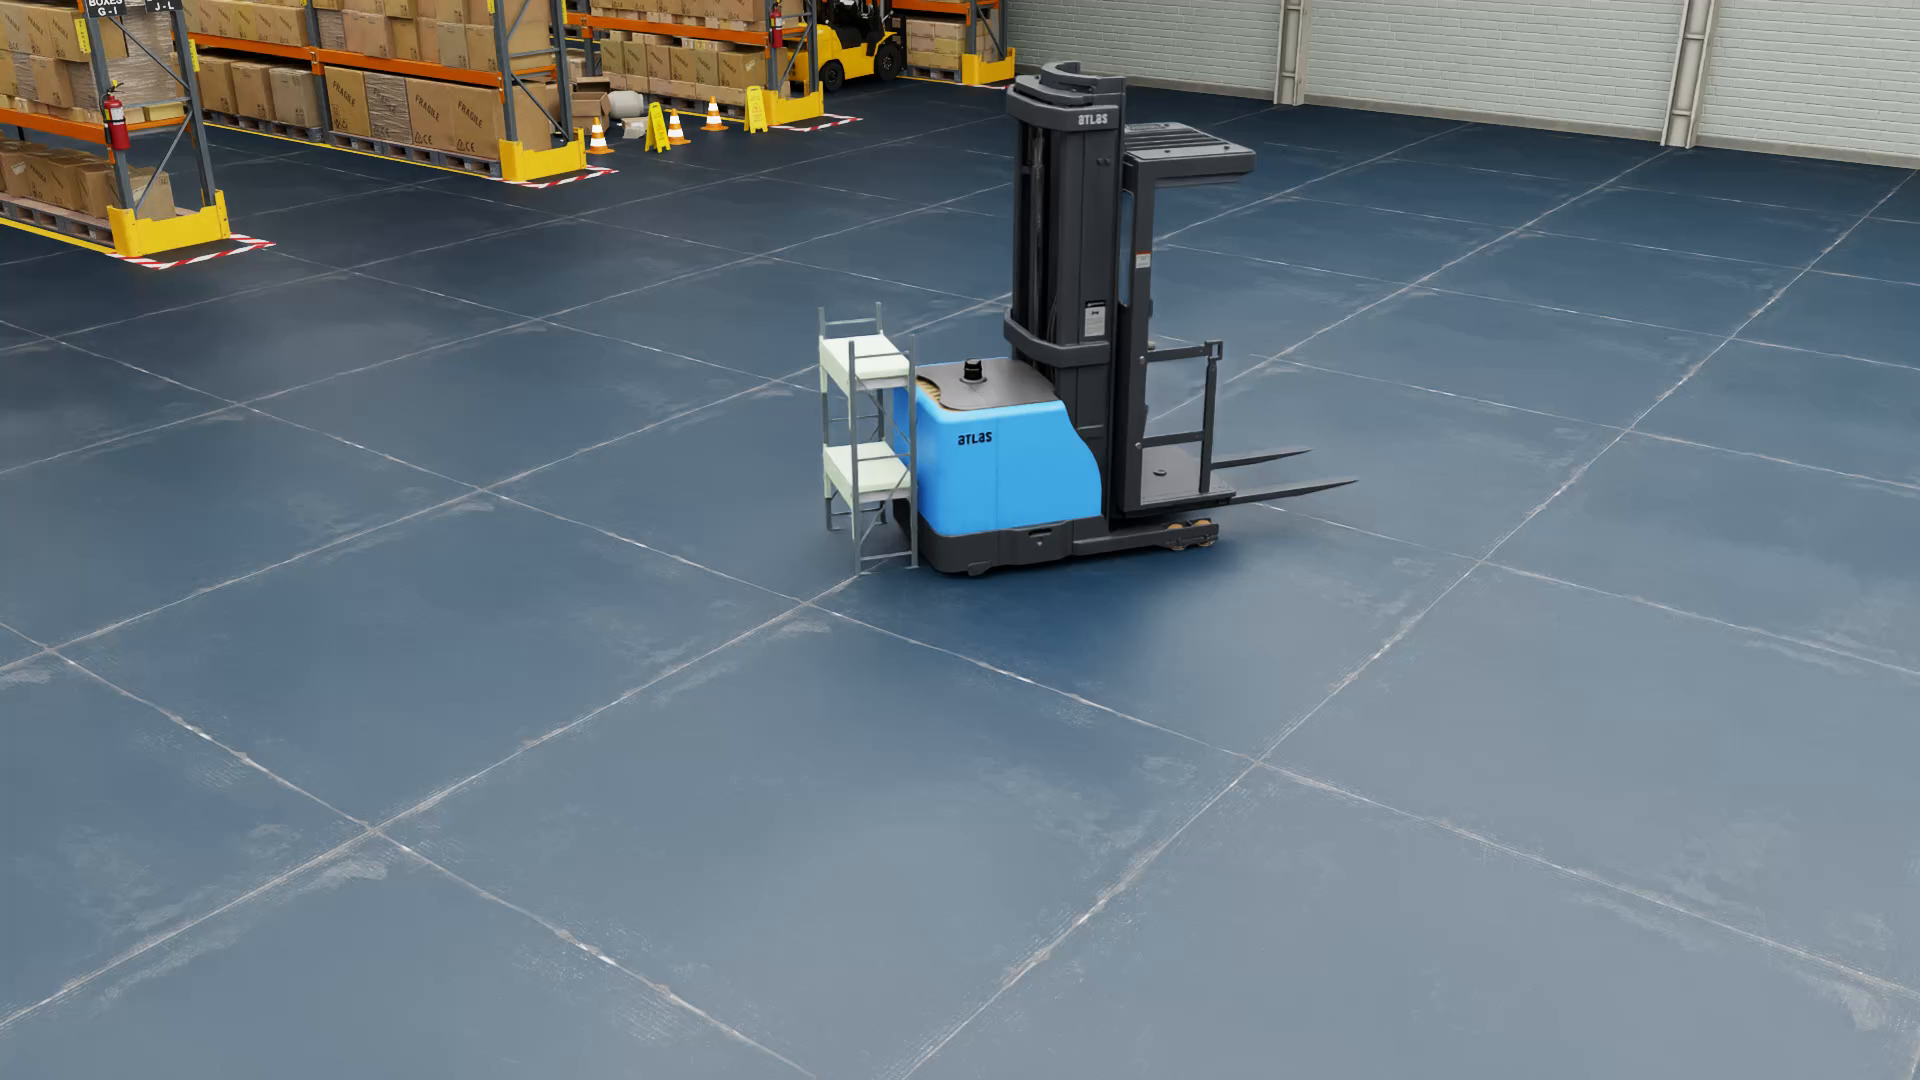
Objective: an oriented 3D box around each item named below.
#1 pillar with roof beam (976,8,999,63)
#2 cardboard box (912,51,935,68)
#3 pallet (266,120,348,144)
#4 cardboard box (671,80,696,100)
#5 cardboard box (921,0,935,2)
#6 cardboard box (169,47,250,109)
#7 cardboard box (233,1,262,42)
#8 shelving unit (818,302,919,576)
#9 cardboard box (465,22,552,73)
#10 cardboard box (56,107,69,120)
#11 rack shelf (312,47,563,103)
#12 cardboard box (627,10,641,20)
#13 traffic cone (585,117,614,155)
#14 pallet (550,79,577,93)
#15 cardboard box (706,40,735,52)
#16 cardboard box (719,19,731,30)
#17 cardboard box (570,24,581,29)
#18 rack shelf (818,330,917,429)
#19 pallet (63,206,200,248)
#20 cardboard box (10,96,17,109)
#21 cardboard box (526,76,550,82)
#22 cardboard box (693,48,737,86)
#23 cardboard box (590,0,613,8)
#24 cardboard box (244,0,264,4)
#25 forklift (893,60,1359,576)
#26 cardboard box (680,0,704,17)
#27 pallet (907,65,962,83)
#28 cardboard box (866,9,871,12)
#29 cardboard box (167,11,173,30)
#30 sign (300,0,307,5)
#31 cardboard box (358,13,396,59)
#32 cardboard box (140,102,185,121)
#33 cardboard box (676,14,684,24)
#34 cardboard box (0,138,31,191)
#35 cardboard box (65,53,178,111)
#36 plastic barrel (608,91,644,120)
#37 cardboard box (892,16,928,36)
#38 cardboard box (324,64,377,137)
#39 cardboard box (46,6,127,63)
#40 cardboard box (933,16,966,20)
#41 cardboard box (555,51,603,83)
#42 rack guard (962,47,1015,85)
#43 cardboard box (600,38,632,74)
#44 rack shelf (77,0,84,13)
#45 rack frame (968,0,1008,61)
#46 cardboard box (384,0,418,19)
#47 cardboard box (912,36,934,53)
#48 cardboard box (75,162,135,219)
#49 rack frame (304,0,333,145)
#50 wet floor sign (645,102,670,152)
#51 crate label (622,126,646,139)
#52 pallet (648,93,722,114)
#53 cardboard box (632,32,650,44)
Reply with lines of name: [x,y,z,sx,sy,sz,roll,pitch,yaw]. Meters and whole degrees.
pillar with roof beam: [-2.123,-11.165,24.930,0.400,9.000,9.100,17,29,33]
cardboard box: [-0.482,-8.419,29.026,0.500,0.250,0.500,17,29,33]
pallet: [-9.249,-5.979,24.059,1.213,0.211,1.003,17,29,33]
cardboard box: [-4.138,-7.043,25.903,0.500,0.250,0.500,16,28,31]
cardboard box: [-0.485,-9.558,28.599,0.500,0.500,0.500,18,29,35]
cardboard box: [-11.354,-7.047,25.293,0.750,0.750,1.050,16,29,33]
cardboard box: [-9.973,-7.423,23.754,0.500,0.500,0.500,17,29,34]
shelving unit: [-0.570,-0.633,10.325,0.431,1.500,0.755,-8,25,-16]
cardboard box: [-5.710,-6.270,21.073,0.550,0.550,0.875,17,29,33]
cardboard box: [-9.415,-4.607,17.798,0.250,0.149,0.380,17,29,33]
rack shelf: [-6.986,-6.280,22.176,4.000,0.370,1.077,17,29,33]
cardboard box: [-4.998,-8.250,26.066,0.250,0.149,0.380,18,29,35]
traffic cone: [-4.959,-5.552,22.776,0.334,0.463,0.336,17,29,33]
pallet: [-6.323,-7.626,27.797,1.213,0.211,1.003,17,29,33]
cardboard box: [-3.630,-7.498,25.202,0.250,0.149,0.380,18,29,35]
cardboard box: [-3.387,-7.748,24.927,0.250,0.149,0.380,16,29,32]
cardboard box: [-7.634,-10.735,33.974,0.500,0.500,0.500,16,28,31]
rack shelf: [-0.571,-0.990,10.168,0.431,0.370,0.720,-8,25,-16]
pallet: [-9.131,-3.500,18.432,1.213,0.211,1.003,17,29,33]
cardboard box: [-10.215,-4.849,18.347,0.250,0.149,0.380,17,29,33]
cardboard box: [-6.742,-7.336,25.840,0.500,0.500,0.500,17,29,33]
cardboard box: [-3.715,-7.259,25.465,0.500,0.500,0.500,18,30,35]
cardboard box: [-5.514,-8.700,26.283,0.500,0.500,0.500,17,29,33]
cardboard box: [-9.804,-7.961,23.733,0.500,0.500,0.700,17,29,34]
forklift: [1.133,-1.466,10.441,3.031,2.935,1.130,-8,25,-18]
cardboard box: [-3.894,-8.216,25.185,0.500,0.500,0.500,17,29,33]
pallet: [-0.161,-8.245,29.201,1.213,0.211,1.003,17,29,33]
cardboard box: [-1.801,-9.534,30.318,0.500,0.250,0.500,16,29,33]
cardboard box: [-11.590,-7.911,24.860,0.500,0.500,0.500,17,29,34]
sign: [-8.904,-7.409,22.508,0.005,0.325,0.100,17,29,33]
cardboard box: [-7.469,-6.782,22.237,0.550,0.550,0.875,17,29,33]
cardboard box: [-8.527,-4.581,17.738,0.250,0.149,0.380,17,29,33]
cardboard box: [-4.137,-8.030,25.566,0.250,0.149,0.380,17,29,33]
cardboard box: [-11.346,-4.456,19.723,0.500,0.500,0.500,16,28,32]
cardboard box: [-8.865,-4.874,17.598,0.500,0.500,0.875,17,29,33]
plastic barrel: [-5.059,-6.579,25.158,0.512,0.421,0.421,-5,24,-12]
cardboard box: [-0.901,-8.992,29.088,0.500,0.250,0.500,17,29,34]
cardboard box: [-8.125,-6.138,23.076,0.875,0.875,0.875,17,29,34]
cardboard box: [-9.030,-5.243,17.196,0.500,0.500,0.500,17,29,33]
cardboard box: [-0.197,-9.038,29.192,0.500,0.250,0.500,17,29,33]
cardboard box: [-6.120,-7.830,27.540,0.625,0.372,0.950,17,29,34]
rack guard: [0.495,-8.200,28.741,0.348,0.500,1.175,17,29,33]
cardboard box: [-5.389,-7.762,26.606,0.500,0.500,0.500,18,30,36]
rack shelf: [-10.042,-6.077,17.995,4.000,0.370,1.077,17,29,33]
rack frame: [0.476,-9.350,28.250,0.127,3.000,1.000,17,29,33]
cardboard box: [-7.024,-7.160,21.754,0.500,0.550,0.875,17,29,33]
cardboard box: [-0.496,-8.654,28.940,0.500,0.250,0.500,16,29,33]
cardboard box: [-9.430,-3.888,18.434,0.500,0.500,0.500,-17,29,-34]
rack frame: [-8.587,-7.093,23.129,0.127,3.000,1.000,17,29,33]
wet floor sign: [-4.175,-5.680,22.842,0.232,0.644,0.267,12,26,24]
crate label: [-4.676,-5.855,23.869,0.298,0.136,0.250,3,24,6]
pallet: [-4.160,-6.993,26.359,1.213,0.211,1.003,17,29,33]
cardboard box: [-4.912,-7.886,26.082,0.250,0.149,0.380,18,30,35]
